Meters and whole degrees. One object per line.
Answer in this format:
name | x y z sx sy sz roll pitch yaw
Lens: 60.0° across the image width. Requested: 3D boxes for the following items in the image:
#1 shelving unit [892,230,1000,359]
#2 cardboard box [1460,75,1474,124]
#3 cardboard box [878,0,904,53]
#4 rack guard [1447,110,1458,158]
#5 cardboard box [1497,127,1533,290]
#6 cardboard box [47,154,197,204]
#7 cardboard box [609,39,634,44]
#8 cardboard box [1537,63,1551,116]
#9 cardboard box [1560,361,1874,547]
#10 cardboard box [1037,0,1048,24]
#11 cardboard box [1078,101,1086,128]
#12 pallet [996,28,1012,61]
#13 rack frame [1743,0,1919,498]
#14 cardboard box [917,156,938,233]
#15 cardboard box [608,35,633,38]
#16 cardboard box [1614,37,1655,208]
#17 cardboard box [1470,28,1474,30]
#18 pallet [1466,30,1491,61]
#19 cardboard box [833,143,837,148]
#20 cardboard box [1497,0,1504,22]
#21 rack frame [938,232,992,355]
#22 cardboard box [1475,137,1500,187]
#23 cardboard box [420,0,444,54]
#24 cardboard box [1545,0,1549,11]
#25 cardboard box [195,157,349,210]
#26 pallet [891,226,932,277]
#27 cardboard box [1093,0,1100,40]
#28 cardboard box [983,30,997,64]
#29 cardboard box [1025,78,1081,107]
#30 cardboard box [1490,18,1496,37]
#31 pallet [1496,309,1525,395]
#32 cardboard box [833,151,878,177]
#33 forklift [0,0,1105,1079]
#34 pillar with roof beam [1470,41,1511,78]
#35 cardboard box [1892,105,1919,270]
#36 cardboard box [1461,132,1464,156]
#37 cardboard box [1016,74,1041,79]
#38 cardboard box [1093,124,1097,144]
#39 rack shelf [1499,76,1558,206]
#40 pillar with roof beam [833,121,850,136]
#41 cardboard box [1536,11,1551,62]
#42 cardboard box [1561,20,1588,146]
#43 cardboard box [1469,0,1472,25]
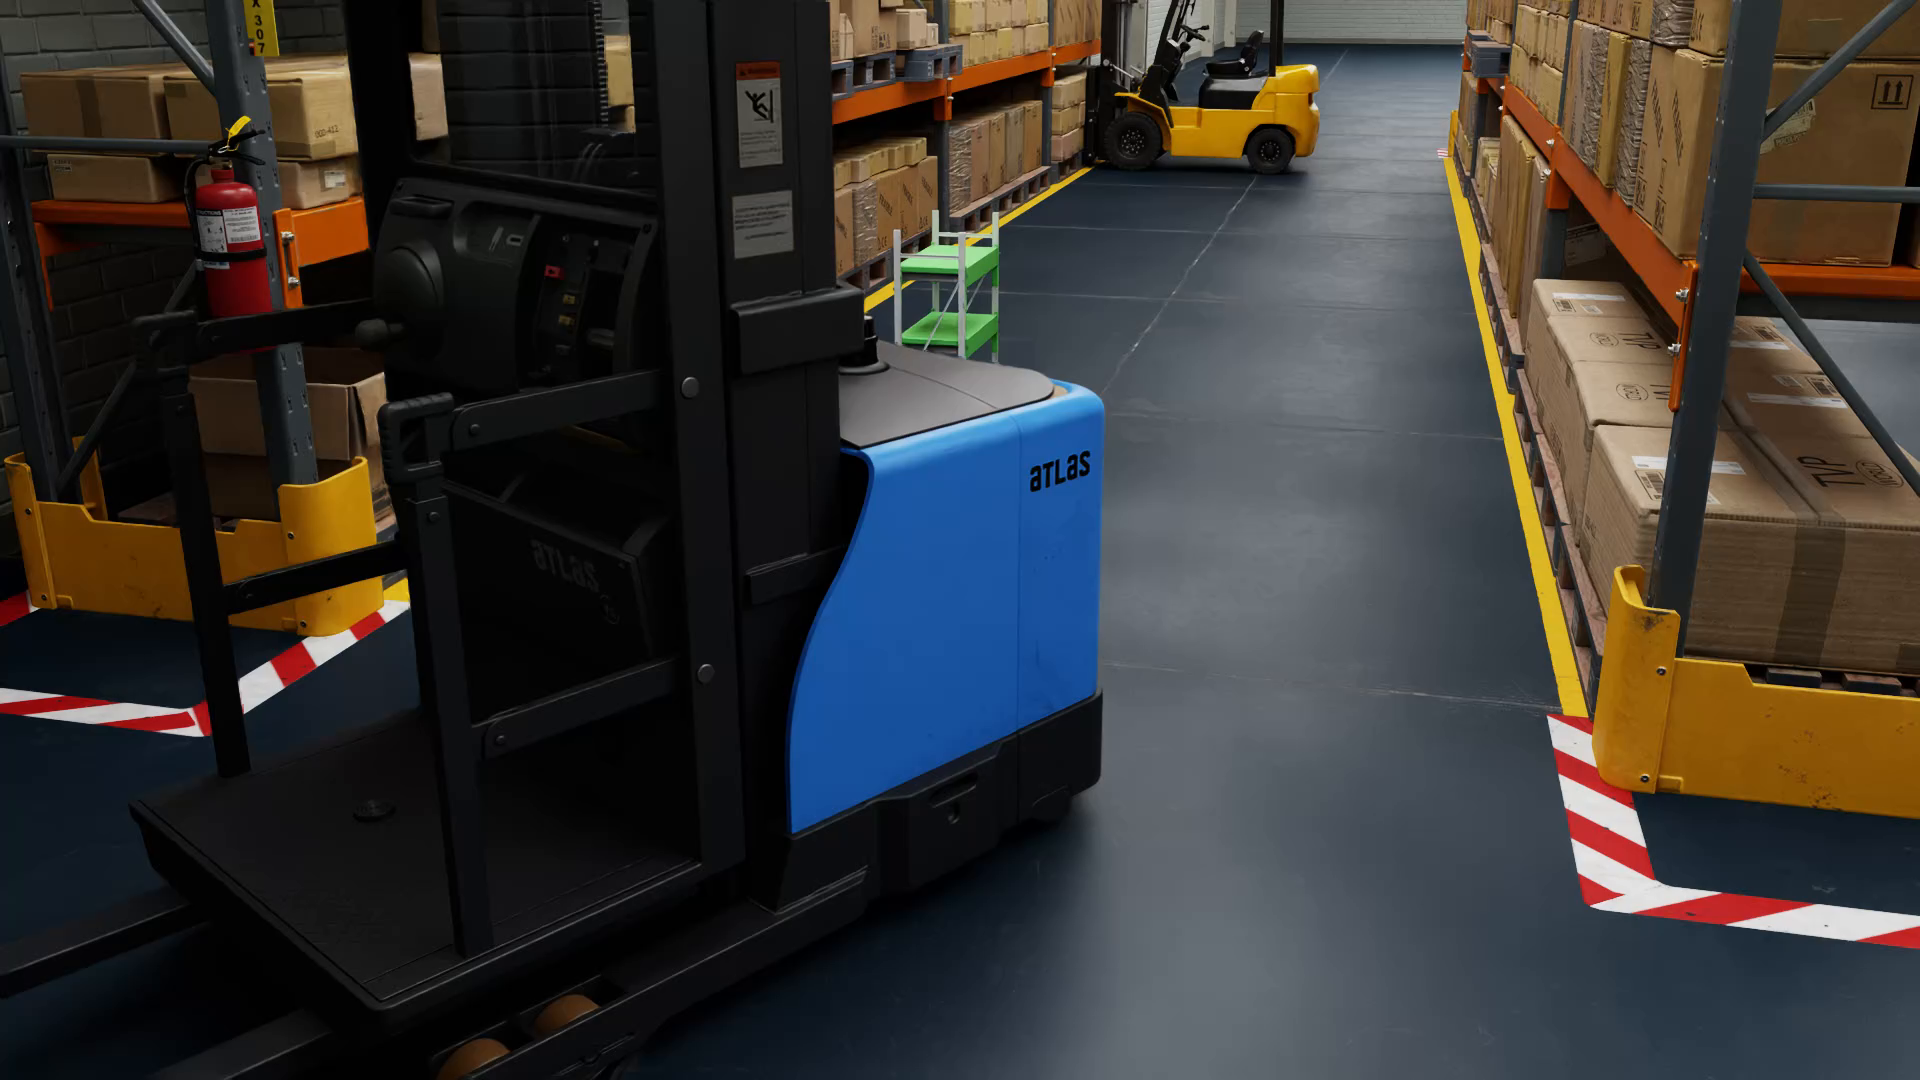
shelving unit | 7.155 -1.278 8.074 13.061 1.200 8.595 5 19 13
cardboard box | 5.595 -4.657 17.624 0.500 0.500 0.500 4 19 11
cardboard box | -0.799 -3.412 10.726 0.797 0.503 0.637 4 19 12
rack guard | 6.171 -4.600 18.882 1.175 0.500 0.348 5 19 13
cardboard box | 16.289 -5.183 7.114 25.988 8.790 3.910 5 19 14
cardboard box | -2.714 -1.189 5.417 0.380 0.149 0.250 4 19 13
cardboard box | -1.553 -2.169 7.670 0.500 0.250 0.500 5 19 14
cardboard box | 3.248 -2.295 8.497 0.500 0.250 0.500 4 19 13
cardboard box | 2.560 -0.281 5.682 0.875 0.438 0.875 5 20 15
cardboard box | 0.526 -4.936 15.455 0.500 0.250 0.500 4 19 12
cardboard box | 1.070 -4.520 17.611 0.500 0.250 0.500 4 19 13
pallet | 12.263 -4.137 11.636 25.245 1.709 1.217 4 19 11
rack frame | 2.277 -0.792 3.866 0.949 2.616 0.053 5 19 13
cardboard box | -0.475 -2.557 12.249 0.500 0.500 0.500 5 20 15
cardboard box | -0.758 -3.731 11.856 0.659 0.500 8.552 5 20 15
cardboard box | 2.394 -1.330 5.285 0.500 0.500 0.500 5 20 15
cardboard box | 5.607 -5.365 17.643 0.380 0.149 0.250 5 19 14
pallet | 4.884 -4.234 14.241 1.003 0.211 1.213 5 19 13
cardboard box | -1.083 -2.709 11.691 0.380 0.149 0.250 5 19 14
cardboard box | 4.192 -4.014 12.033 0.500 0.500 0.500 4 19 13
rack frame | 0.018 -0.592 6.066 0.228 1.046 0.006 5 19 13
cardboard box | 5.086 -3.344 14.752 0.950 0.372 0.625 5 19 14
cardboard box | -1.796 -2.199 6.595 0.500 0.500 0.500 5 20 15
cardboard box | 3.385 -3.046 8.764 0.500 0.500 0.500 5 20 15
cardboard box | -2.188 -1.145 5.289 0.380 0.149 0.250 5 19 13
pallet | -0.799 -2.140 12.125 1.003 0.211 1.213 5 19 13
cardboard box | 1.249 -5.748 18.219 0.500 0.500 0.500 4 19 12
cardboard box | 0.012 -4.058 13.661 0.500 0.250 0.500 4 19 12
cardboard box | 0.955 -4.601 17.075 0.500 0.250 0.500 5 19 13
cardboard box | 4.425 -4.078 13.226 0.380 0.149 0.250 5 20 15
pallet | 3.373 -0.974 8.712 1.003 0.211 1.213 5 19 13
cardboard box | -0.767 -2.514 11.121 0.380 0.149 0.250 4 19 13
forklift | 2.551 -0.275 2.594 7.029 2.843 7.237 17 25 41
pillar with roof beam | 8.093 -1.181 7.311 11.046 1.510 9.021 5 19 13
cardboard box | 2.676 -0.967 4.224 0.500 0.500 0.500 5 19 13
cardboard box | 5.345 -3.984 16.815 0.500 0.250 0.500 5 19 14
cardboard box | 0.576 -4.802 17.662 0.500 0.250 0.500 5 19 14
cardboard box | 1.200 -4.447 18.172 0.500 0.250 0.500 5 20 15
rack shelf | 3.746 -2.332 9.488 1.077 0.370 4.000 5 19 13
pillar with roof beam | 3.039 -6.669 11.791 9.100 9.000 0.400 5 19 13
cardboard box | 3.365 -2.689 8.878 0.500 0.250 0.500 5 20 15
cardboard box | 2.889 -1.967 7.150 0.500 0.500 0.500 5 20 15
cardboard box | 5.681 -5.706 17.637 0.500 0.500 0.500 5 20 15
